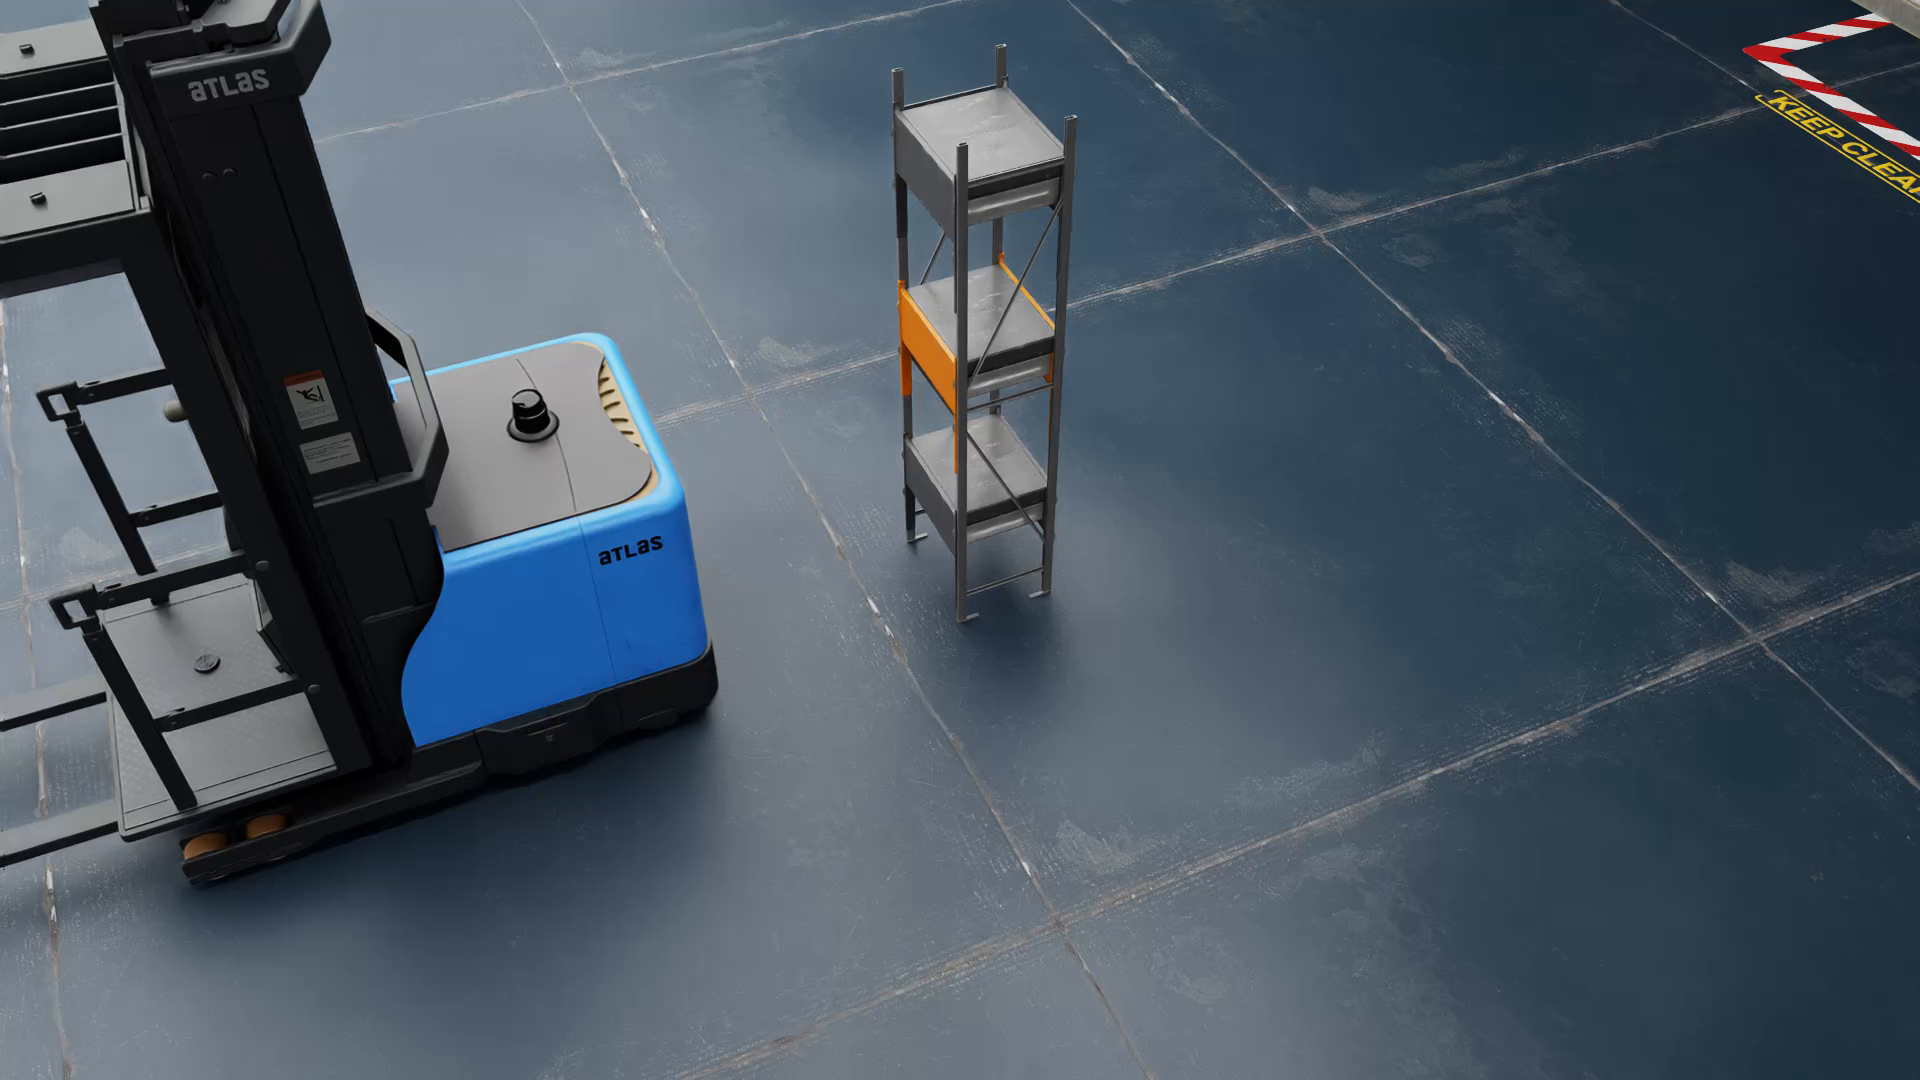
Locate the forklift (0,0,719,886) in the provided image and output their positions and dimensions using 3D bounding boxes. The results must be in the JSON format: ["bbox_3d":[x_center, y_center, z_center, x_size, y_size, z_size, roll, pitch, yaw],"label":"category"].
[{"bbox_3d":[-2.451,-0.325,4.992,3.031,2.935,1.130,-17,47,-17],"label":"forklift"}]

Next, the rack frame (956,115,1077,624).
[{"bbox_3d":[0.172,-0.486,5.748,0.400,2.100,0.015,-18,47,-17],"label":"rack frame"}]

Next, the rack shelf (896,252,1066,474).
[{"bbox_3d":[0.070,-0.632,5.915,0.431,0.518,0.480,-18,47,-17],"label":"rack shelf"}]

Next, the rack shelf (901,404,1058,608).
[{"bbox_3d":[0.070,-0.134,6.407,0.431,0.518,0.480,-18,47,-17],"label":"rack shelf"}]

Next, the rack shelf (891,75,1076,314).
[{"bbox_3d":[0.070,-1.130,5.424,0.431,0.518,0.480,-18,47,-17],"label":"rack shelf"}]

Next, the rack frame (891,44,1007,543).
[{"bbox_3d":[-0.033,-0.797,6.063,0.400,2.100,0.015,-18,47,-17],"label":"rack frame"}]

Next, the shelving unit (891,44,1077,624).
[{"bbox_3d":[0.070,-0.642,5.906,0.431,2.100,0.503,-18,47,-17],"label":"shelving unit"}]
